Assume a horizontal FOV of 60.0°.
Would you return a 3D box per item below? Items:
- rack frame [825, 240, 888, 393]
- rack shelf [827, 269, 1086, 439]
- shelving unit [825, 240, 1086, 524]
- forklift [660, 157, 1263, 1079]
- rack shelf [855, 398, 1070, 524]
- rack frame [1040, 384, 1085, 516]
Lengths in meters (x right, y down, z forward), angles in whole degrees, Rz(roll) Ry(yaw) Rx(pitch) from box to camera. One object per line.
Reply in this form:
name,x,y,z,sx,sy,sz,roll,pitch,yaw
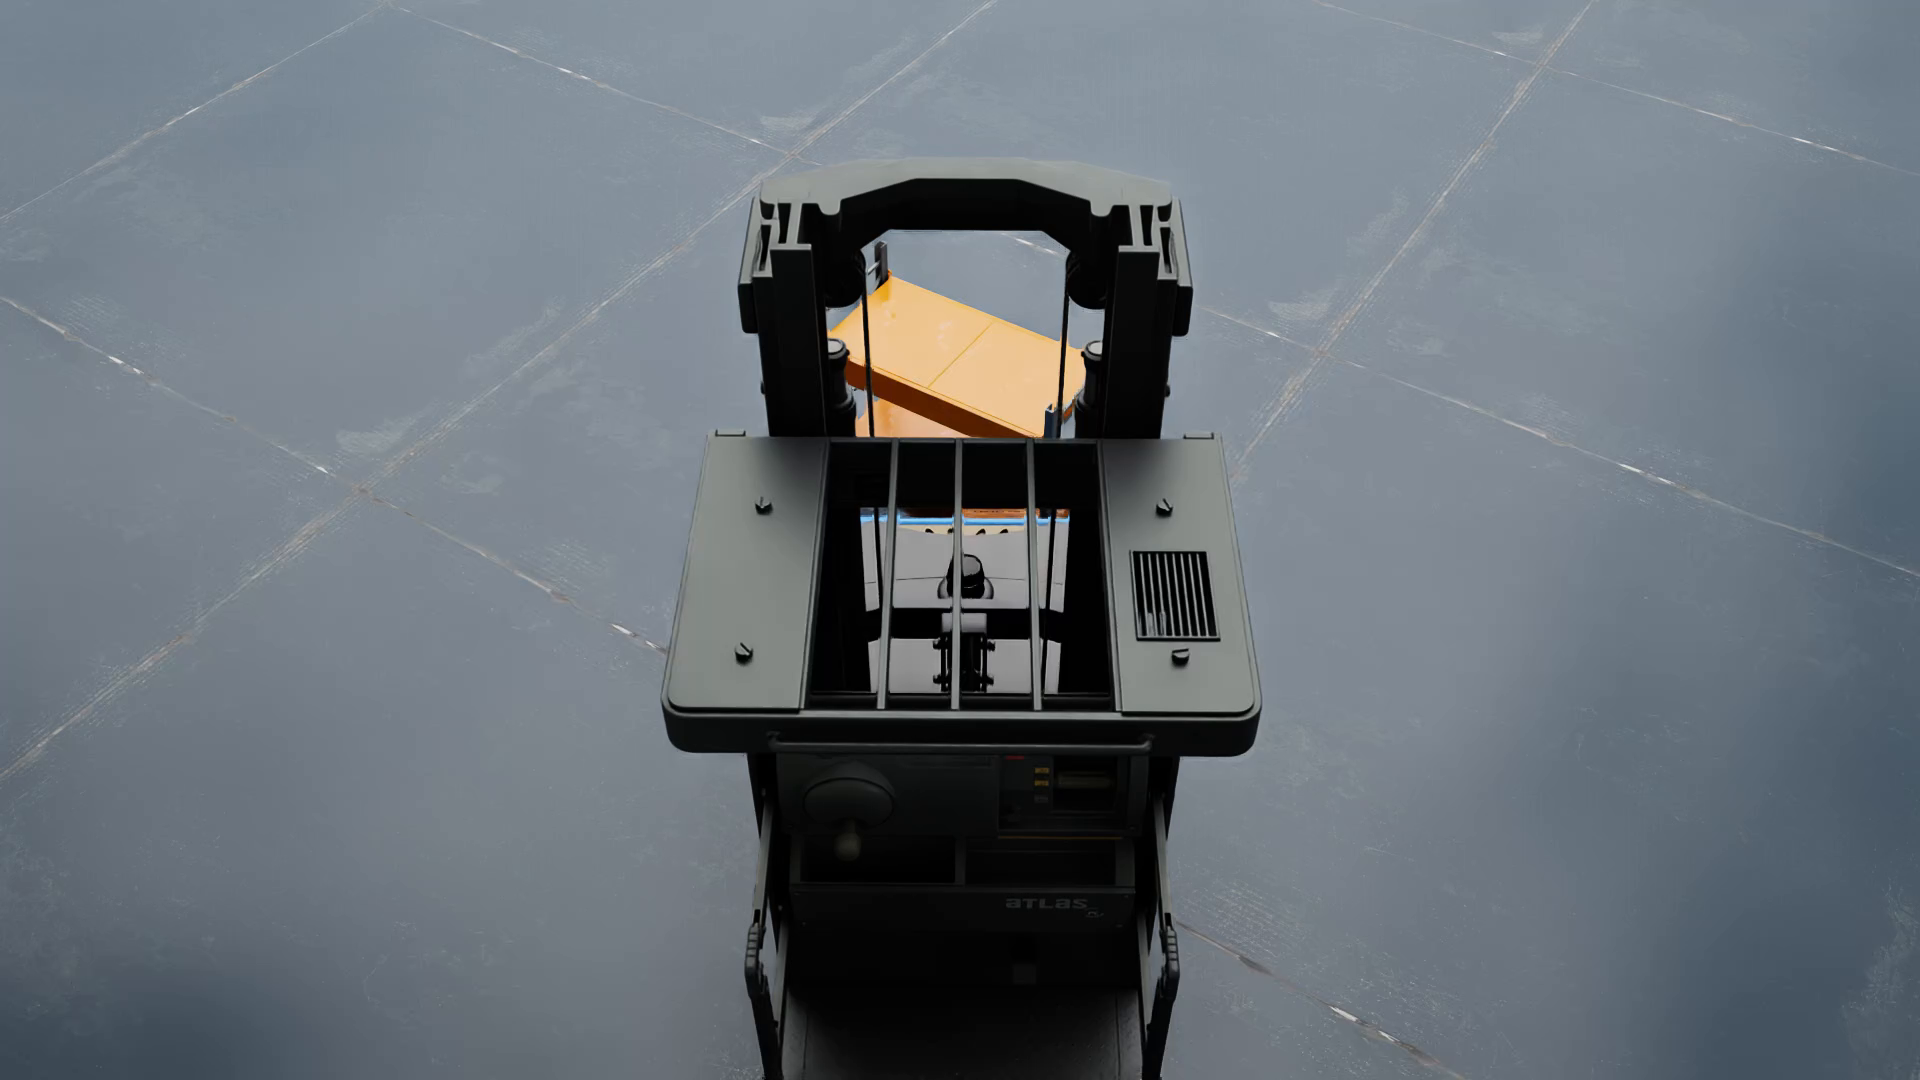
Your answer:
rack frame,-0.422,-0.586,6.535,0.032,1.125,0.500,25,51,22
rack shelf,0.006,-0.593,6.134,1.000,0.278,0.538,25,51,22
shelving unit,0.006,-0.389,6.344,1.048,1.125,0.538,25,51,22
forklift,0.006,0.704,4.022,1.130,2.935,3.031,0,46,0
rack shelf,0.006,-0.219,6.519,1.000,0.278,0.538,25,51,22
rack frame,0.434,-0.193,6.153,0.032,1.125,0.500,25,51,22
